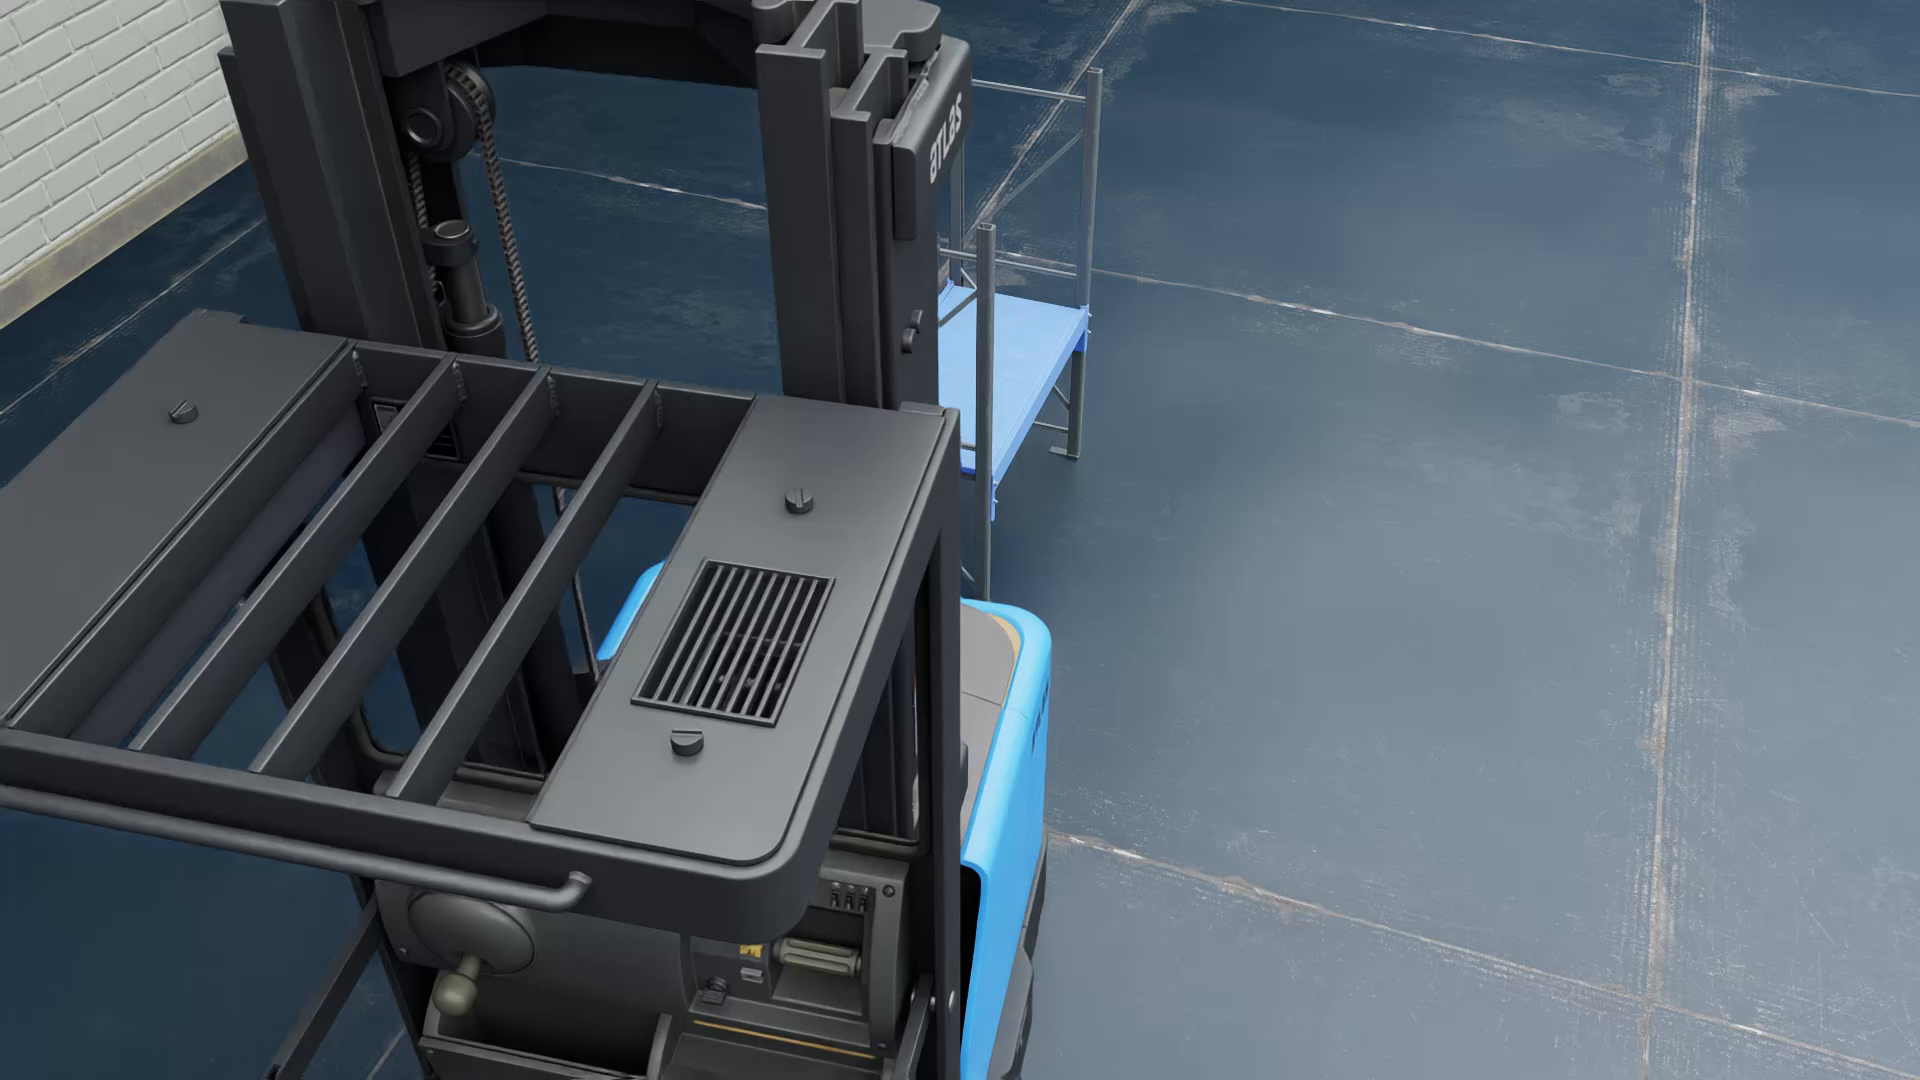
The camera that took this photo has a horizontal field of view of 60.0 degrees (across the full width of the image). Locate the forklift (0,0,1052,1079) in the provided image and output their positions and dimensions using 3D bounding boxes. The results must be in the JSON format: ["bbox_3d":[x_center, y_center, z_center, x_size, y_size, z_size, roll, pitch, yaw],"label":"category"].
[{"bbox_3d":[-0.594,0.731,2.635,1.130,2.935,3.031,8,41,10],"label":"forklift"}]

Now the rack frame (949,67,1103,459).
[{"bbox_3d":[0.203,-0.933,5.688,0.500,1.500,0.032,13,42,15],"label":"rack frame"}]

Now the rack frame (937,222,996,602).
[{"bbox_3d":[-0.145,-0.313,4.961,0.500,1.500,0.032,13,42,15],"label":"rack frame"}]

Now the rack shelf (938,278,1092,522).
[{"bbox_3d":[0.029,-0.486,5.441,0.538,0.185,1.000,13,42,15],"label":"rack shelf"}]

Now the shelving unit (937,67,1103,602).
[{"bbox_3d":[0.029,-0.623,5.324,0.538,1.500,1.048,13,42,15],"label":"shelving unit"}]
